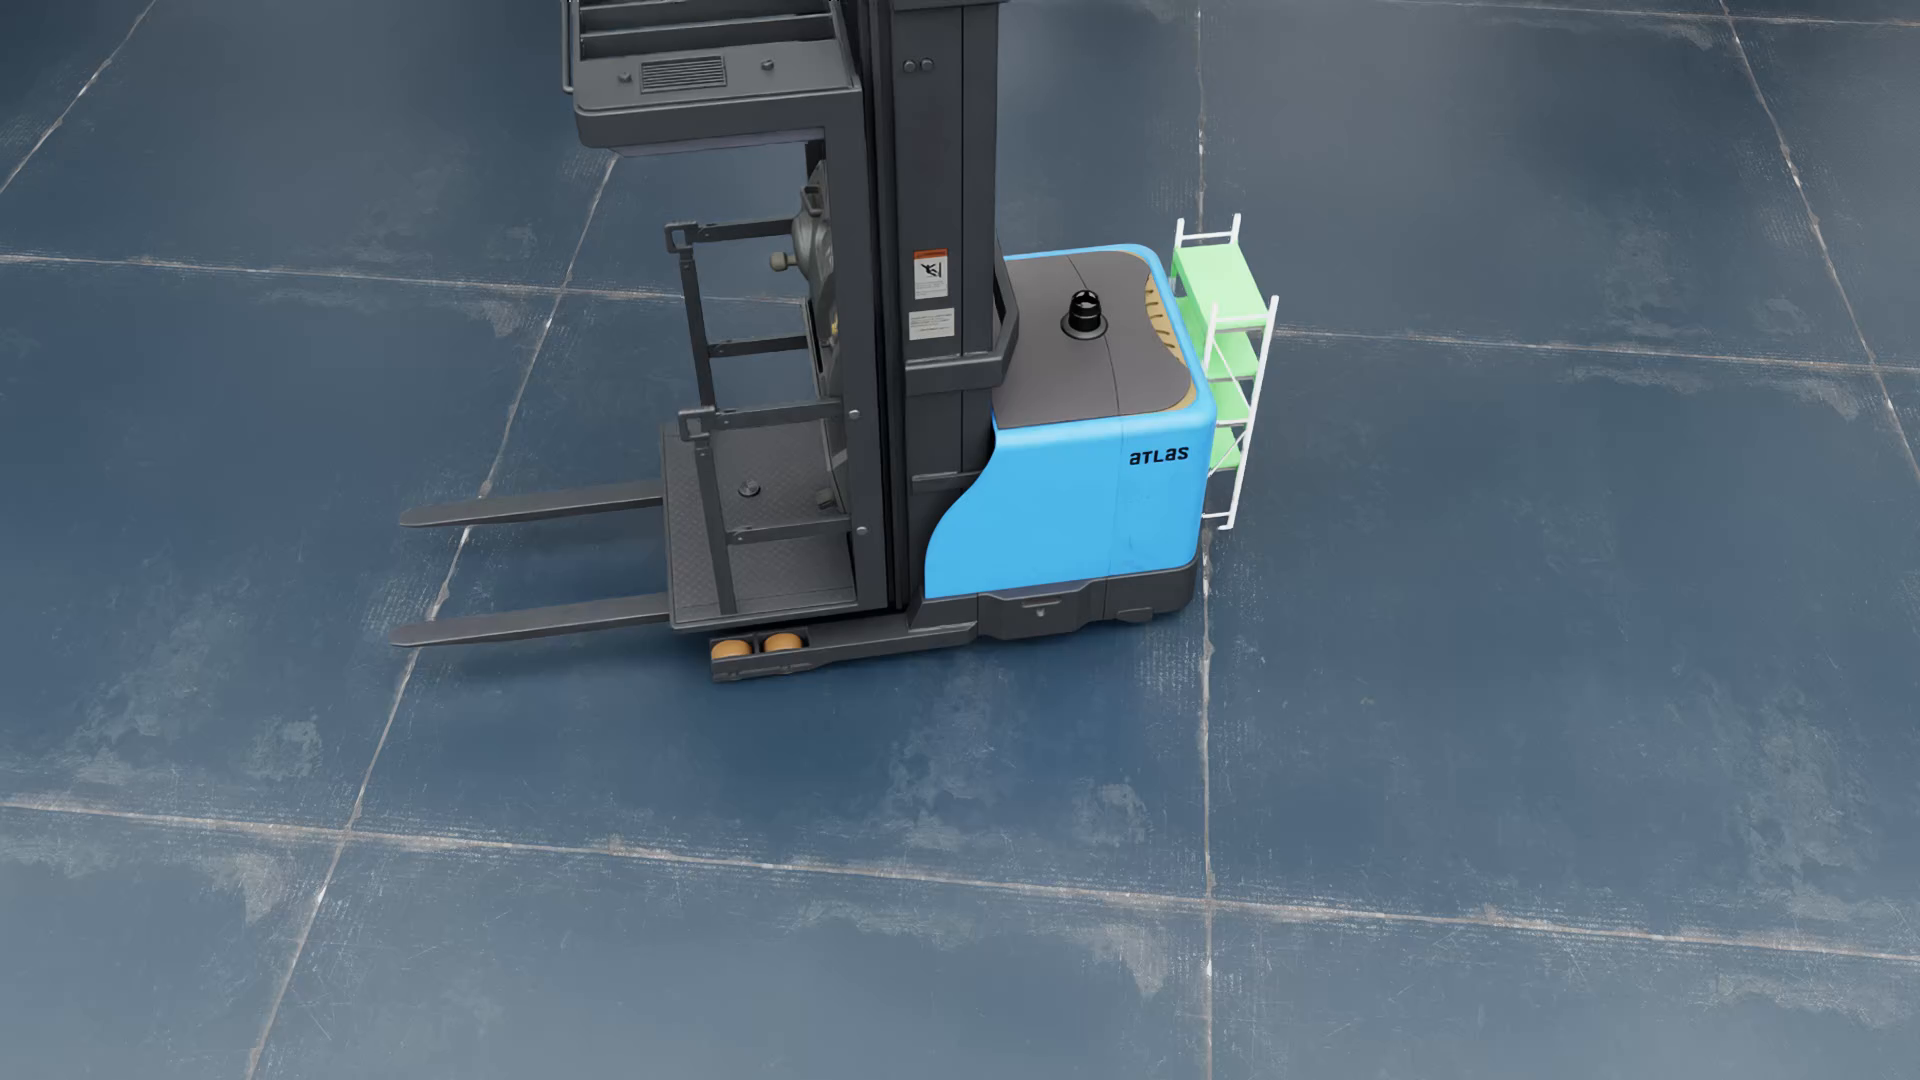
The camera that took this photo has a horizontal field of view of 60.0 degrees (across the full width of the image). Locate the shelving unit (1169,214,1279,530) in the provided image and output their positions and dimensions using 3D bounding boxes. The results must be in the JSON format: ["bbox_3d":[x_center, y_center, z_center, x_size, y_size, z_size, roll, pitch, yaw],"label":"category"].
[{"bbox_3d":[0.964,-0.624,6.504,0.258,1.200,0.503,-6,48,-7],"label":"shelving unit"}]

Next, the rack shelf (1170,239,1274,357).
[{"bbox_3d":[0.971,-0.905,6.198,0.258,0.148,0.480,-6,48,-7],"label":"rack shelf"}]

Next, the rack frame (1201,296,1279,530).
[{"bbox_3d":[1.004,-0.446,6.342,0.240,1.200,0.015,-6,48,-7],"label":"rack frame"}]

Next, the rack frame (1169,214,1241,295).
[{"bbox_3d":[0.925,-0.802,6.667,0.240,1.200,0.015,-6,48,-7],"label":"rack frame"}]

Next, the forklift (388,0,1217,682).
[{"bbox_3d":[-0.657,-0.880,5.569,3.031,2.935,1.130,-7,48,-6],"label":"forklift"}]

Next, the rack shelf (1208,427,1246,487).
[{"bbox_3d":[0.959,-0.418,6.728,0.258,0.148,0.480,-6,48,-7],"label":"rack shelf"}]

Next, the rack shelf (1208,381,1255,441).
[{"bbox_3d":[0.963,-0.581,6.551,0.258,0.148,0.480,-6,48,-7],"label":"rack shelf"}]

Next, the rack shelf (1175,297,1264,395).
[{"bbox_3d":[0.967,-0.743,6.375,0.258,0.148,0.480,-6,48,-7],"label":"rack shelf"}]
